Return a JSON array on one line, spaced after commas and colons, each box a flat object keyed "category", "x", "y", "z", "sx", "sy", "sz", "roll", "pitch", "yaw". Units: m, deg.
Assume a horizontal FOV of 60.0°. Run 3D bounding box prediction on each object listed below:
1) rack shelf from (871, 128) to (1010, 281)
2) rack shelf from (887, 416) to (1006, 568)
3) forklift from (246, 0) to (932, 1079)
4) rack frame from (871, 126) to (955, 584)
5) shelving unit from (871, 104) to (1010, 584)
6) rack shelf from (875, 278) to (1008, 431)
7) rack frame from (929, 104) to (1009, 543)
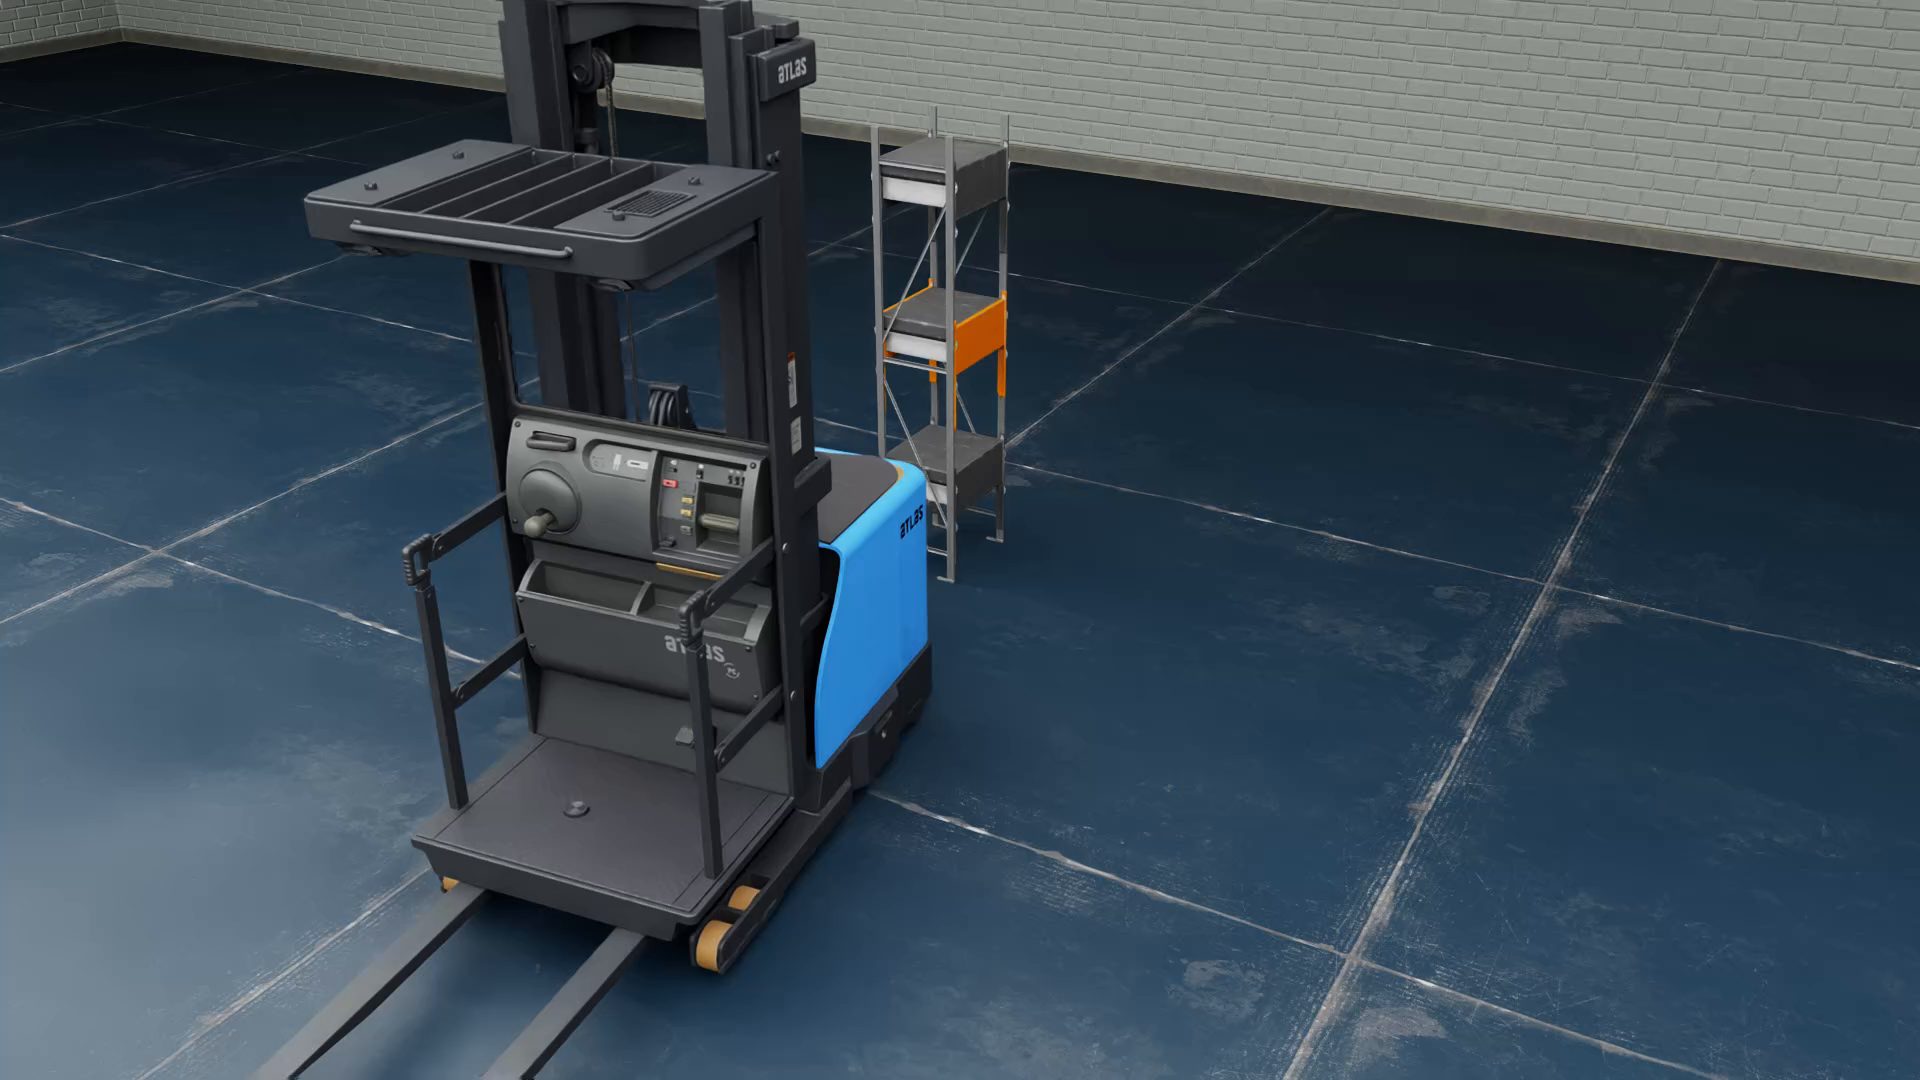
[{"category": "rack shelf", "x": -0.081, "y": -1.488, "z": 7.344, "sx": 0.431, "sy": 0.518, "sz": 0.480, "roll": 14, "pitch": 30, "yaw": 26}, {"category": "rack shelf", "x": -0.081, "y": -0.236, "z": 7.971, "sx": 0.431, "sy": 0.518, "sz": 0.480, "roll": 14, "pitch": 30, "yaw": 26}, {"category": "forklift", "x": -1.143, "y": -0.115, "z": 5.205, "sx": 1.130, "sy": 2.935, "sz": 3.031, "roll": 10, "pitch": 28, "yaw": 20}, {"category": "rack frame", "x": -0.201, "y": -0.779, "z": 7.461, "sx": 0.400, "sy": 2.100, "sz": 0.015, "roll": 14, "pitch": 30, "yaw": 26}, {"category": "shelving unit", "x": -0.081, "y": -0.874, "z": 7.651, "sx": 0.431, "sy": 2.100, "sz": 0.503, "roll": 14, "pitch": 30, "yaw": 26}, {"category": "rack shelf", "x": -0.081, "y": -0.862, "z": 7.657, "sx": 0.431, "sy": 0.518, "sz": 0.480, "roll": 14, "pitch": 30, "yaw": 26}, {"category": "rack frame", "x": 0.039, "y": -0.970, "z": 7.841, "sx": 0.400, "sy": 2.100, "sz": 0.015, "roll": 14, "pitch": 30, "yaw": 26}]
